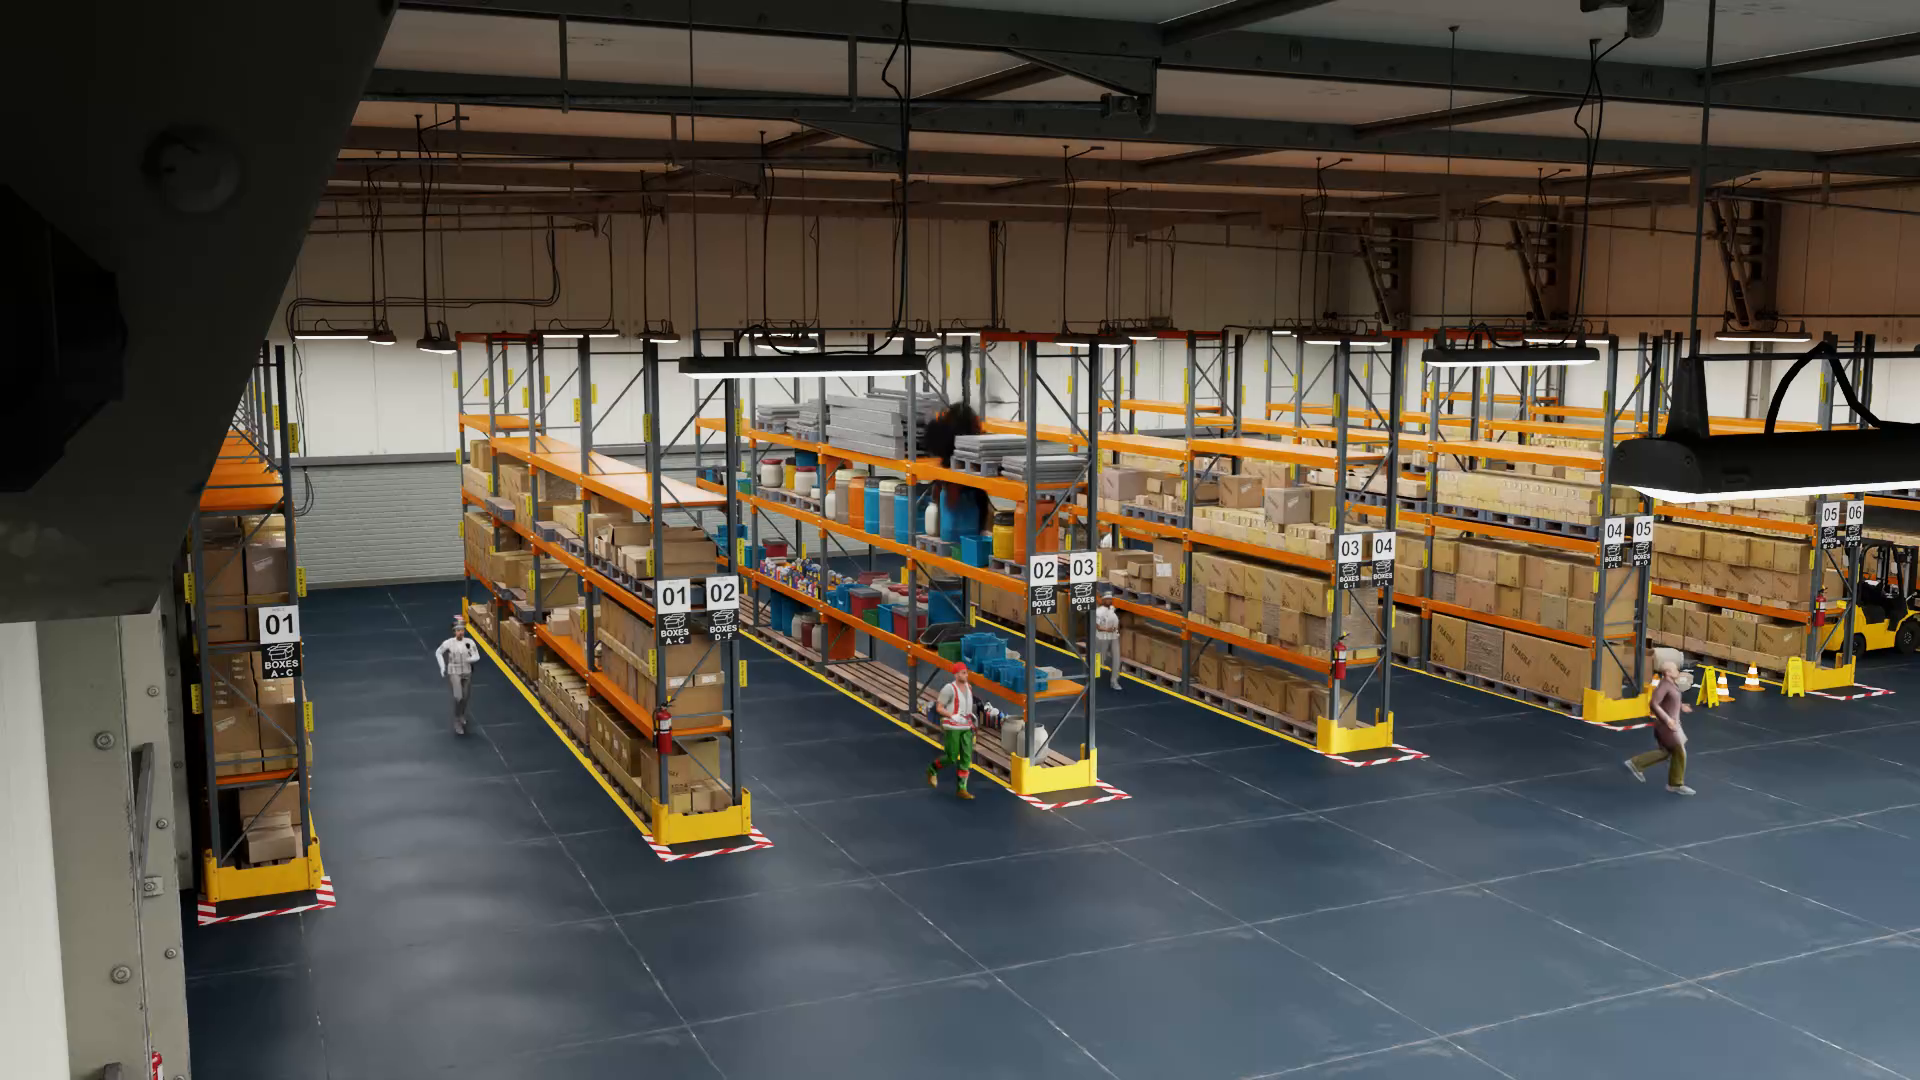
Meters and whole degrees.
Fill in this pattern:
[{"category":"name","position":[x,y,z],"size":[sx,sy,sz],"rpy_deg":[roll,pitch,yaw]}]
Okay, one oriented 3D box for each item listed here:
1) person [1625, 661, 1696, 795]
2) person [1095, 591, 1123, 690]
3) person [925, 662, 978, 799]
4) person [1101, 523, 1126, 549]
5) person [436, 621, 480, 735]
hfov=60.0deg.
[{"category":"person","position":[9.369,2.485,22.172],"size":[0.901,1.780,0.701],"rpy_deg":[3,8,20]},{"category":"person","position":[2.506,1.682,28.385],"size":[0.588,1.668,0.826],"rpy_deg":[-5,9,-31]},{"category":"person","position":[-0.026,2.490,22.030],"size":[0.693,1.758,0.854],"rpy_deg":[-7,11,-43]},{"category":"person","position":[3.499,0.456,37.151],"size":[0.684,1.755,0.639],"rpy_deg":[-3,8,-22]},{"category":"person","position":[-7.630,2.088,25.380],"size":[0.576,1.744,0.732],"rpy_deg":[-5,9,-33]}]
